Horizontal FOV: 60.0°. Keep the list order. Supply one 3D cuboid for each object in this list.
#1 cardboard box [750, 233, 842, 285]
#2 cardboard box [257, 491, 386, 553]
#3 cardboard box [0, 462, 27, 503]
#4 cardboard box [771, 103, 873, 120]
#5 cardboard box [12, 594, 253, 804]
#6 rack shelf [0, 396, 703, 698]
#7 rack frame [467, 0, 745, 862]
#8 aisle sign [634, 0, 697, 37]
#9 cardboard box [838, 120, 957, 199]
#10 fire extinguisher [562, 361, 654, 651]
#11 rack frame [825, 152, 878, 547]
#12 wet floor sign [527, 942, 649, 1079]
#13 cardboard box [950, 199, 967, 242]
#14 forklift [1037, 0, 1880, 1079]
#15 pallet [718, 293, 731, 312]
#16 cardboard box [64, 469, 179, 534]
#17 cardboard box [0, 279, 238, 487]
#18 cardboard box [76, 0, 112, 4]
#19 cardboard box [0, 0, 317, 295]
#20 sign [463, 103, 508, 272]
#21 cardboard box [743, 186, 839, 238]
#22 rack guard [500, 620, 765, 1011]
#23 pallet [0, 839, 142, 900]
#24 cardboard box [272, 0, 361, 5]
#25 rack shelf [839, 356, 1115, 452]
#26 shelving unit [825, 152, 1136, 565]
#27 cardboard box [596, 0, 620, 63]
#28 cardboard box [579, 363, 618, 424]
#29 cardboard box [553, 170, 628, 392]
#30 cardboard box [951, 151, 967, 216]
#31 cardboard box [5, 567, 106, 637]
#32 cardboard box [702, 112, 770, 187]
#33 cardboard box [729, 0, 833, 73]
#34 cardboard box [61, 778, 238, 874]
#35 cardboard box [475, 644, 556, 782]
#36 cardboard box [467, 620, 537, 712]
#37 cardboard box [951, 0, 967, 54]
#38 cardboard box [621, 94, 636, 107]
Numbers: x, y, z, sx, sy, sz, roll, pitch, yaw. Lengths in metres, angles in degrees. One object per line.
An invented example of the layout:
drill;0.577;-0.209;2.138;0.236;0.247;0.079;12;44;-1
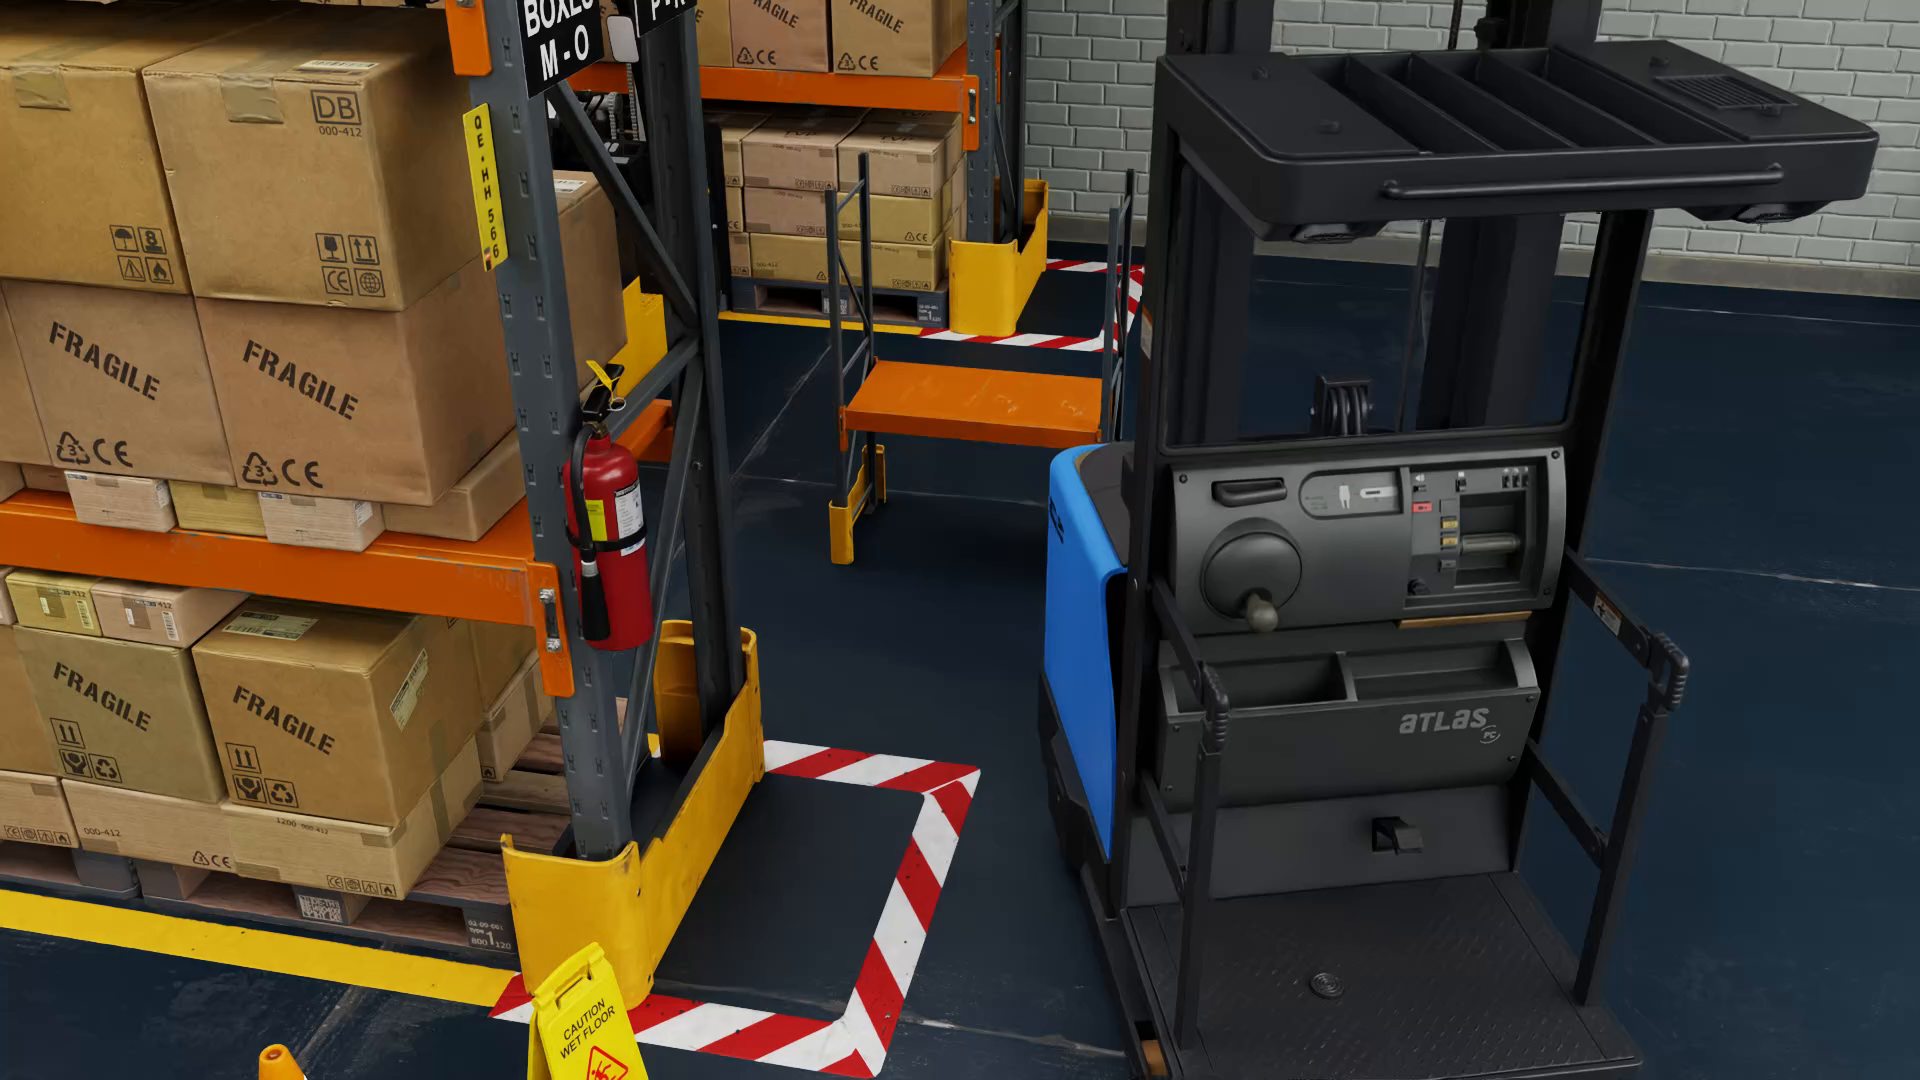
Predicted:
cardboard box;-0.812;-1.595;8.965;0.500;0.250;0.500;6;29;11
cardboard box;-1.516;-0.132;4.129;0.250;0.149;0.380;6;29;10
cardboard box;-2.511;-0.254;4.352;0.250;0.149;0.380;6;29;10
cardboard box;-0.722;-2.266;9.149;0.500;0.250;0.500;6;29;11
cardboard box;-2.184;0.352;4.628;0.500;0.500;0.500;7;29;12
rack shelf;-2.791;-0.217;4.772;4.000;0.370;1.077;6;29;11
rack frame;-0.835;-0.332;4.233;0.127;3.000;1.000;6;29;11
aisle sign;-0.710;-1.612;3.863;0.004;0.787;0.394;6;29;11
cardboard box;-0.318;-1.980;8.627;0.500;0.250;0.500;7;29;12
fire extinguisher;-0.819;-0.070;3.835;0.183;0.674;0.296;6;29;11
rack frame;-0.414;-0.700;6.467;0.032;1.500;0.500;6;29;11
wet floor sign;-0.873;1.222;3.845;0.232;0.644;0.267;17;33;28
cardboard box;-0.242;-1.783;9.308;0.500;0.250;0.500;6;29;11
forklift;0.973;0.038;3.628;1.130;2.935;3.031;-4;29;-7
pallet;-1.748;-1.621;9.490;1.213;0.211;1.003;6;29;11
cardboard box;-2.021;-0.179;4.216;0.250;0.149;0.380;6;29;11
cardboard box;-1.912;-0.484;4.096;0.500;0.500;0.500;6;29;11
cardboard box;-4.754;-2.974;9.215;0.500;0.250;0.500;6;29;10
cardboard box;-1.874;-0.948;3.902;0.500;0.500;0.700;6;29;11
sign;-0.970;-0.720;3.406;0.005;0.325;0.100;6;29;11
cardboard box;-0.832;-1.818;8.853;0.500;0.250;0.500;6;29;10
rack guard;-0.909;0.757;4.847;0.348;0.500;1.175;6;29;11
pallet;-2.886;0.662;5.321;1.213;0.211;1.003;6;29;11
cardboard box;-3.334;-2.941;8.895;0.500;0.500;0.500;5;29;9
rack shelf;0.083;-0.492;6.461;1.000;0.185;0.538;6;29;11
shelving unit;0.075;-0.650;6.376;1.083;1.500;0.587;6;29;11
cardboard box;-1.839;-2.786;8.611;0.500;0.500;0.500;6;29;11
cardboard box;-1.124;-0.353;4.533;0.250;0.149;0.380;6;29;11
cardboard box;-1.240;-0.684;4.462;0.500;0.500;0.500;5;29;10
cardboard box;-0.219;-2.005;9.195;0.500;0.250;0.500;6;29;11
cardboard box;-2.291;0.087;4.438;0.250;0.149;0.380;6;29;11
cardboard box;-1.314;-2.074;8.800;0.500;0.250;0.500;6;29;11
cardboard box;-0.844;-2.690;8.435;0.500;0.500;0.500;7;29;12
cardboard box;-2.187;0.680;4.811;0.500;0.250;0.500;6;29;11
cardboard box;-1.566;0.479;5.177;0.500;0.250;0.500;6;29;10
cardboard box;-1.589;0.148;5.001;0.500;0.500;0.500;5;29;9
cardboard box;-0.229;-2.887;8.796;0.500;0.500;0.500;7;29;12
cardboard box;-1.709;-2.375;9.350;0.500;0.250;0.500;5;29;10
